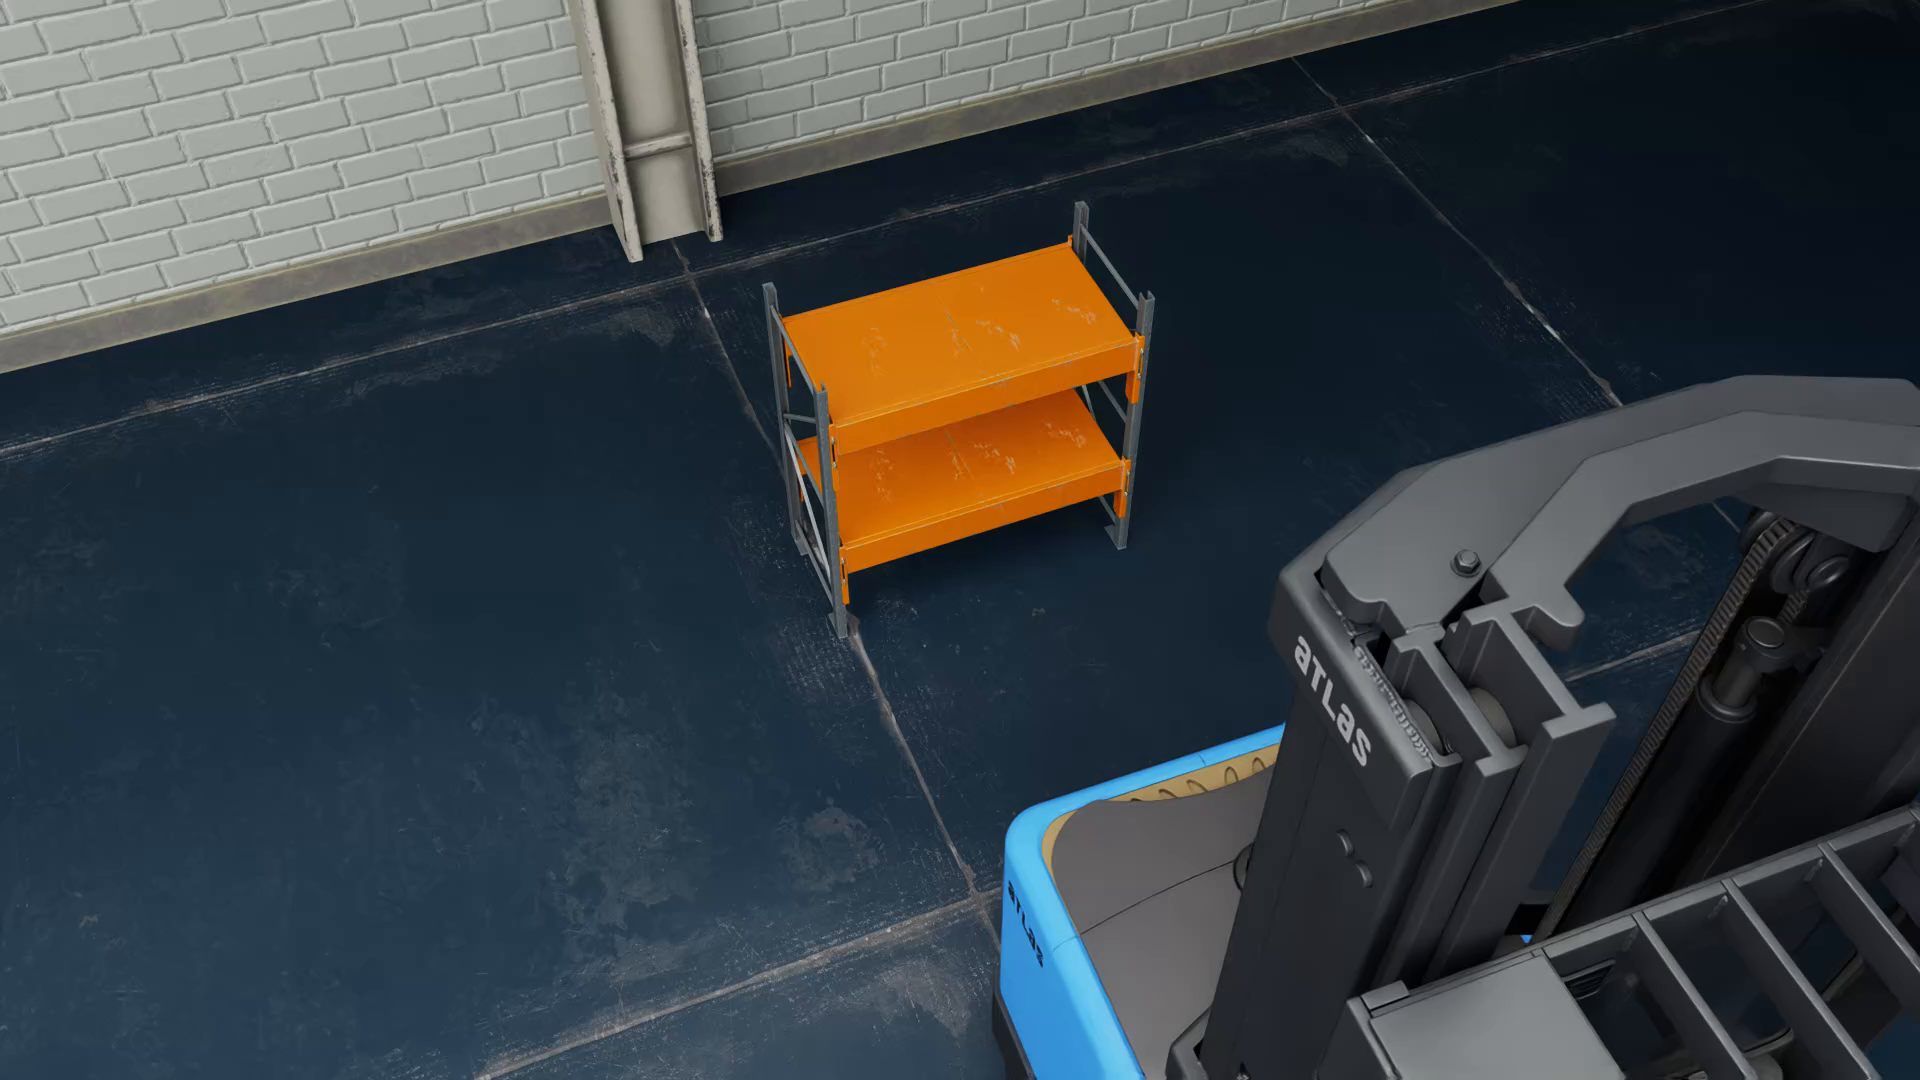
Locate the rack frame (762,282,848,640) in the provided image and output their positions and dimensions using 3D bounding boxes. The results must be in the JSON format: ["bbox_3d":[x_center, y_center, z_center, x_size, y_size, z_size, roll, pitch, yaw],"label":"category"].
[{"bbox_3d":[-0.477,-0.219,5.196,0.032,1.125,0.500,-17,52,-14],"label":"rack frame"}]

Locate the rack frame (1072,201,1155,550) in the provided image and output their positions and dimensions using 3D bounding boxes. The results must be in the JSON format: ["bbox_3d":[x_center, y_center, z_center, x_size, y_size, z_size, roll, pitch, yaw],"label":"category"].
[{"bbox_3d":[0.464,-0.510,5.447,0.032,1.125,0.500,-17,52,-14],"label":"rack frame"}]

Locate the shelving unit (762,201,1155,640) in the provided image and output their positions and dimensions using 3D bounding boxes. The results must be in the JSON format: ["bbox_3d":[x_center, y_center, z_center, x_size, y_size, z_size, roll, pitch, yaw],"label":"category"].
[{"bbox_3d":[-0.006,-0.365,5.322,1.048,1.125,0.538,-17,52,-14],"label":"shelving unit"}]

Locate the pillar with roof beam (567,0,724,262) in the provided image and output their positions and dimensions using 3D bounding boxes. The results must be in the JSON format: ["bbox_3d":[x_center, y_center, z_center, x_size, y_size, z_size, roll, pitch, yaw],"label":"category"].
[{"bbox_3d":[0.422,-1.192,0.842,0.400,9.000,9.100,-17,52,-14],"label":"pillar with roof beam"}]

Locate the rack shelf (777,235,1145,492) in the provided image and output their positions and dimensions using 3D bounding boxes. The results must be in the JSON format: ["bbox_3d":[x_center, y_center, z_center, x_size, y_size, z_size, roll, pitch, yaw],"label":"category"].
[{"bbox_3d":[-0.006,-0.555,5.100,1.000,0.278,0.538,-17,52,-14],"label":"rack shelf"}]

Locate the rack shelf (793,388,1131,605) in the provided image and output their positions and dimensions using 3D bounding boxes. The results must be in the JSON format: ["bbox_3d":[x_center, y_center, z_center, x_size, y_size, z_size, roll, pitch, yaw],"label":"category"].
[{"bbox_3d":[-0.006,-0.205,5.507,1.000,0.278,0.538,-17,52,-14],"label":"rack shelf"}]

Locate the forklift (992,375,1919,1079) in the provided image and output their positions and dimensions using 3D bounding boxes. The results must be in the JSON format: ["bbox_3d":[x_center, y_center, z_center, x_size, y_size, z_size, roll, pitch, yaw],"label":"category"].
[{"bbox_3d":[1.077,1.295,2.706,1.130,2.935,3.031,-16,51,-13],"label":"forklift"}]
